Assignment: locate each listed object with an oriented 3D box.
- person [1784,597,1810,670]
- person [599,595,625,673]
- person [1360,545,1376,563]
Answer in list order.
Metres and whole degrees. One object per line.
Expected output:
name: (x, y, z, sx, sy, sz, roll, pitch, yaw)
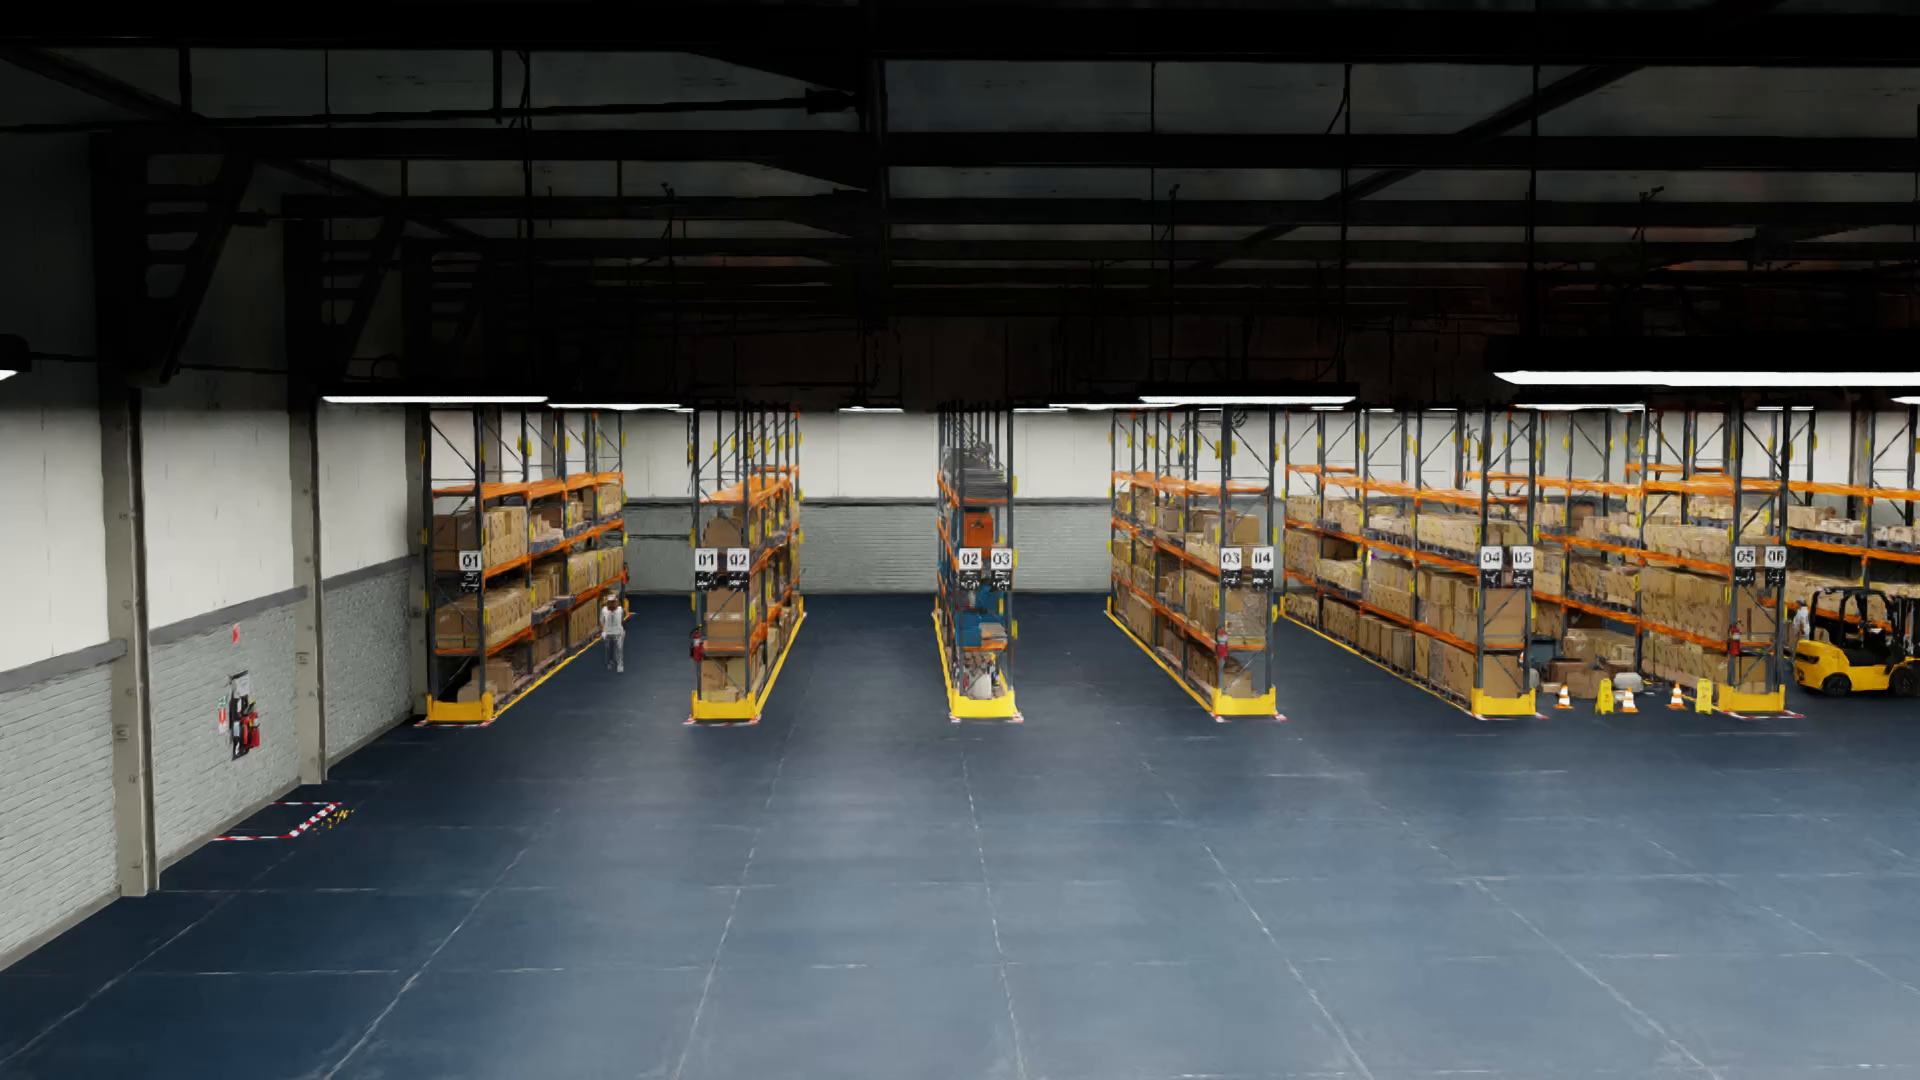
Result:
person: (18.607, 2.087, 36.832, 0.565, 1.657, 0.605, 2, 5, 24)
person: (-7.681, 2.061, 36.750, 0.554, 1.724, 1.031, -1, 4, -11)
person: (12.733, 0.914, 51.888, 0.611, 1.753, 0.579, 3, 5, 34)
